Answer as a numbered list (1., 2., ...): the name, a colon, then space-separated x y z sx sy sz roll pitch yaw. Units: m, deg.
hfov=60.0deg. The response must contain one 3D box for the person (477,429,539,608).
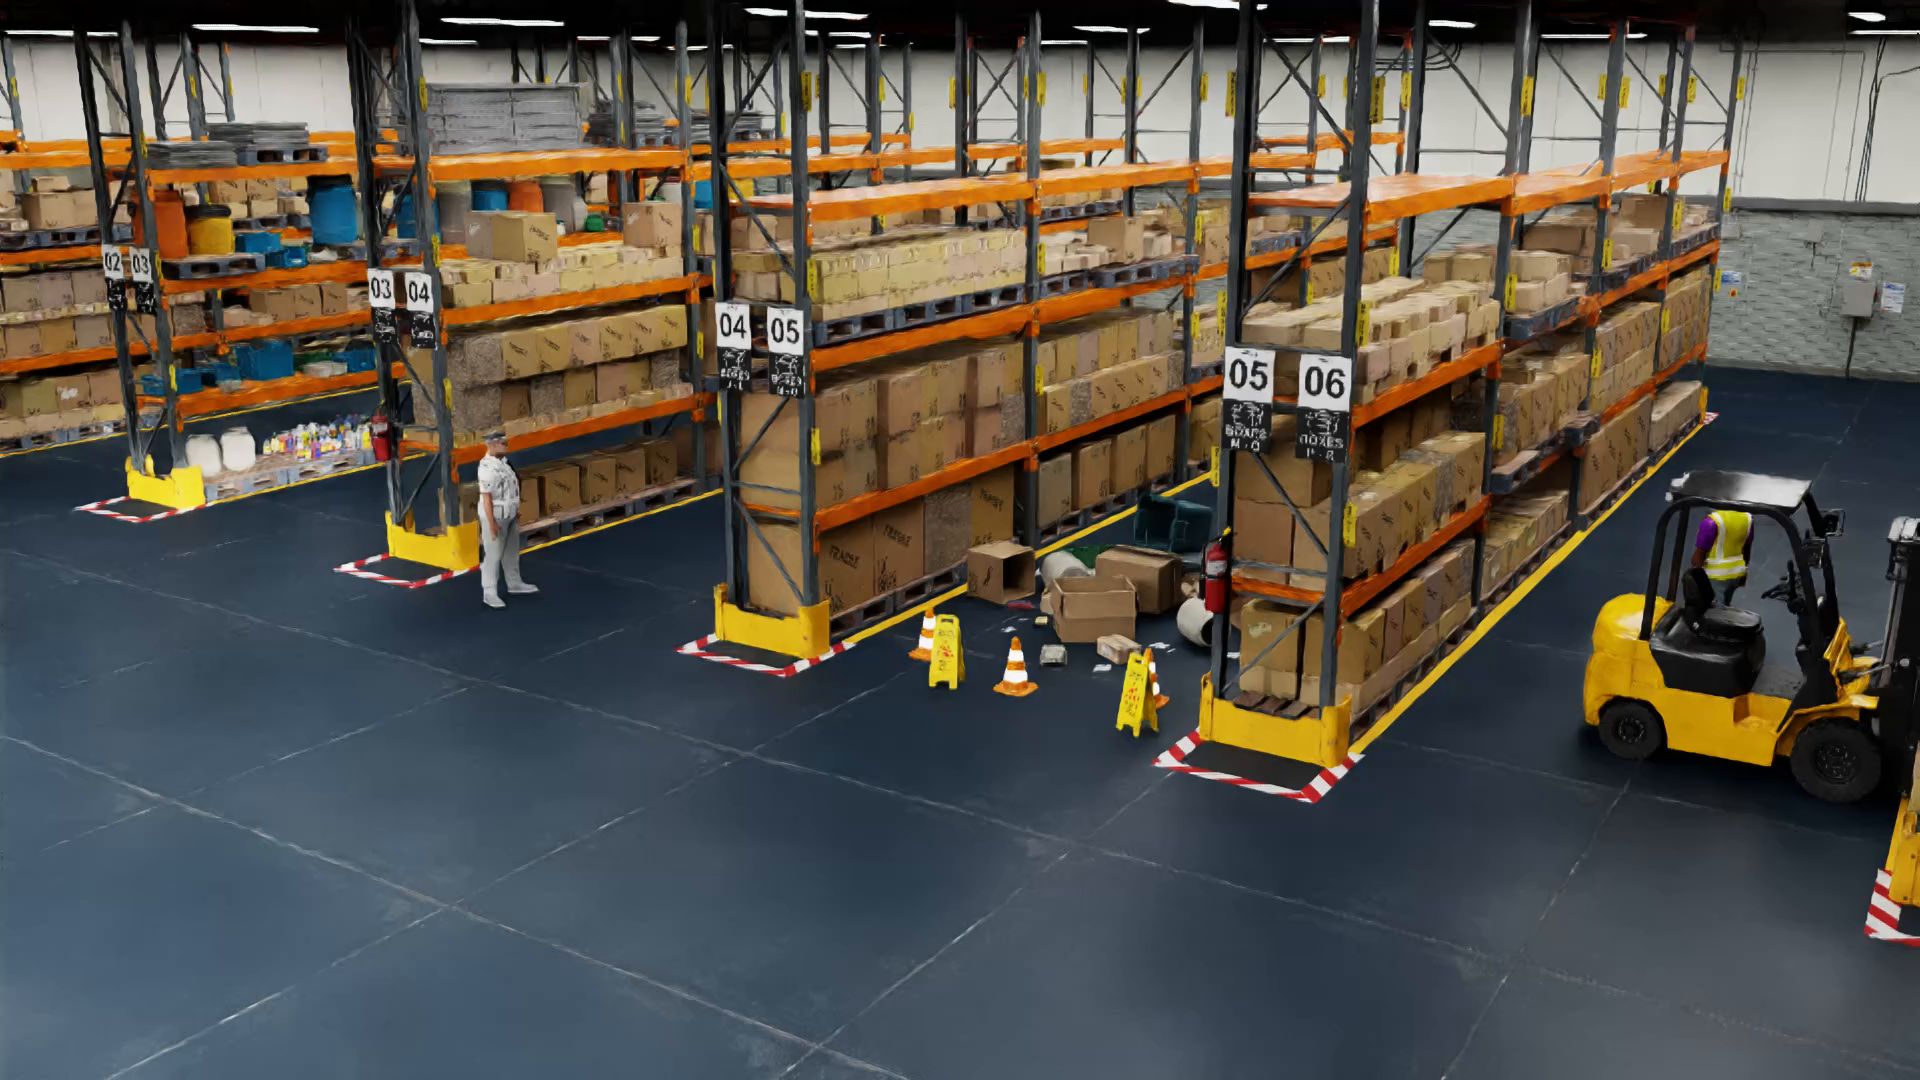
1. person: -4.605 -0.246 16.773 0.492 1.767 0.627 1 16 4

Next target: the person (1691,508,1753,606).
1. person: 6.716 0.303 14.785 0.673 1.763 0.580 -8 18 -27
